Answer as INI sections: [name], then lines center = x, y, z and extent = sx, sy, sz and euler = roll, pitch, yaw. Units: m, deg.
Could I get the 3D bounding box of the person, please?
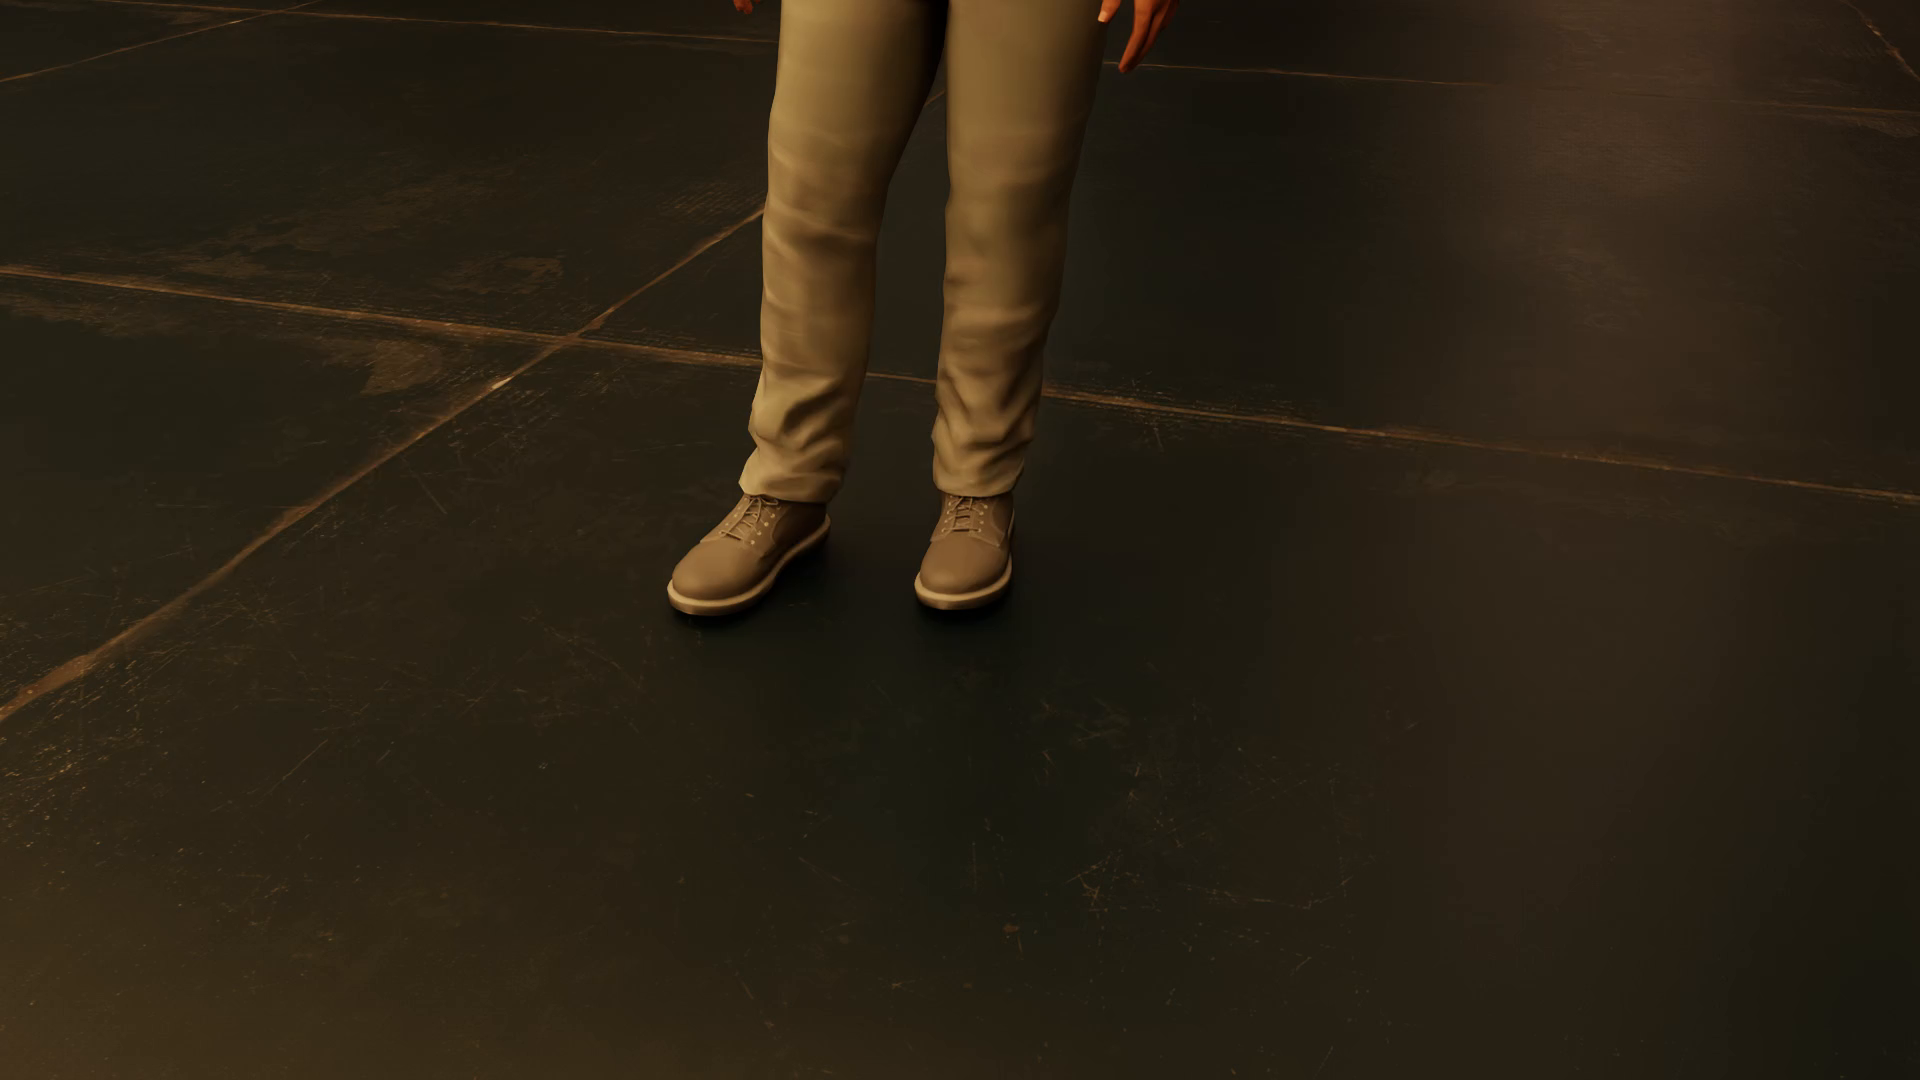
[person]
center = -0.035, -0.768, 2.029
extent = 0.640, 1.781, 0.575
euler = 8, 28, 16
